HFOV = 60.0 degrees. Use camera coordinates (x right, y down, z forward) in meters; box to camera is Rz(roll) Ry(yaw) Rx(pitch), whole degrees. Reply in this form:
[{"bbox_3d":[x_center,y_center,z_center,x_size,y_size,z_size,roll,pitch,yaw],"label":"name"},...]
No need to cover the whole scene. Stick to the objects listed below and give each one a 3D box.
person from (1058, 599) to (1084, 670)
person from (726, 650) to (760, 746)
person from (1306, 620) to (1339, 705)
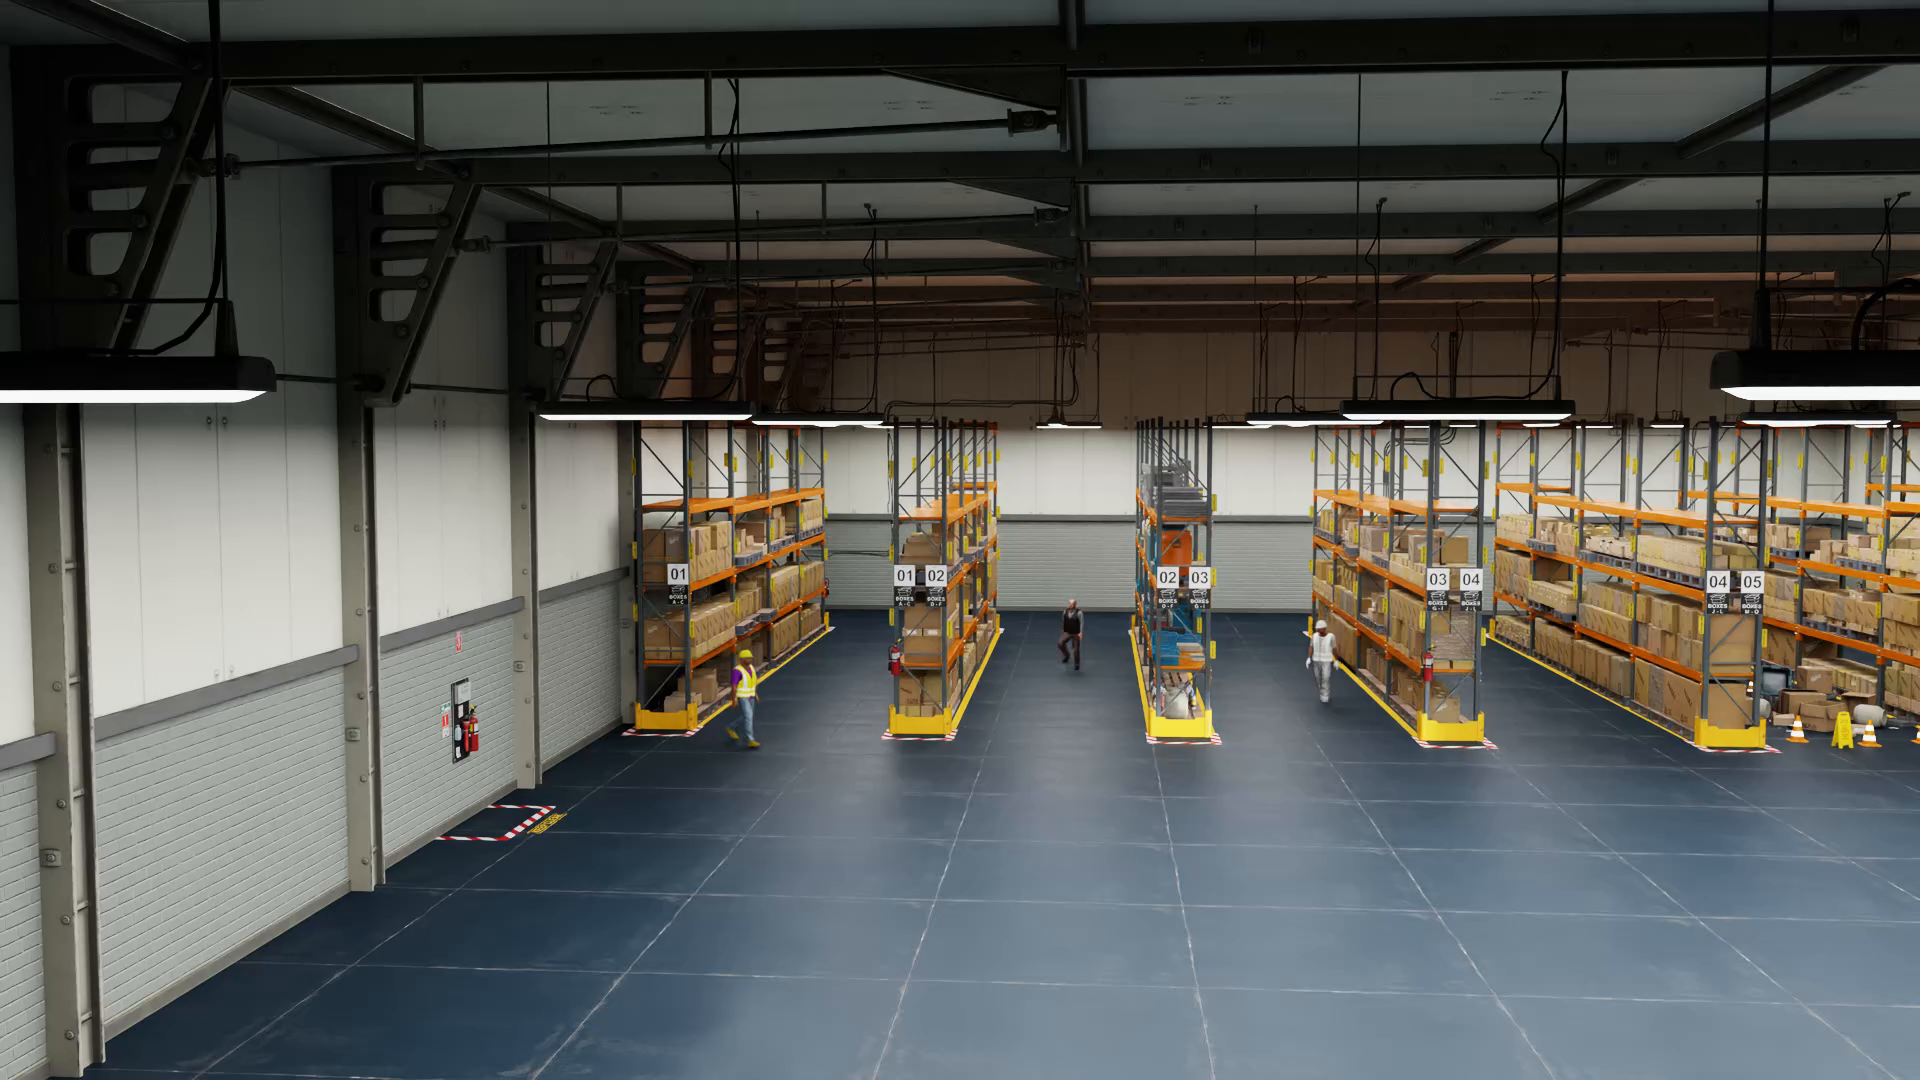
[{"bbox_3d":[2.665,2.261,39.642,0.585,1.714,0.669,2,4,24],"label":"person"},{"bbox_3d":[-3.939,2.868,30.374,0.908,1.741,0.630,2,4,31],"label":"person"},{"bbox_3d":[7.611,2.564,35.015,0.626,1.750,0.910,3,5,35],"label":"person"}]
